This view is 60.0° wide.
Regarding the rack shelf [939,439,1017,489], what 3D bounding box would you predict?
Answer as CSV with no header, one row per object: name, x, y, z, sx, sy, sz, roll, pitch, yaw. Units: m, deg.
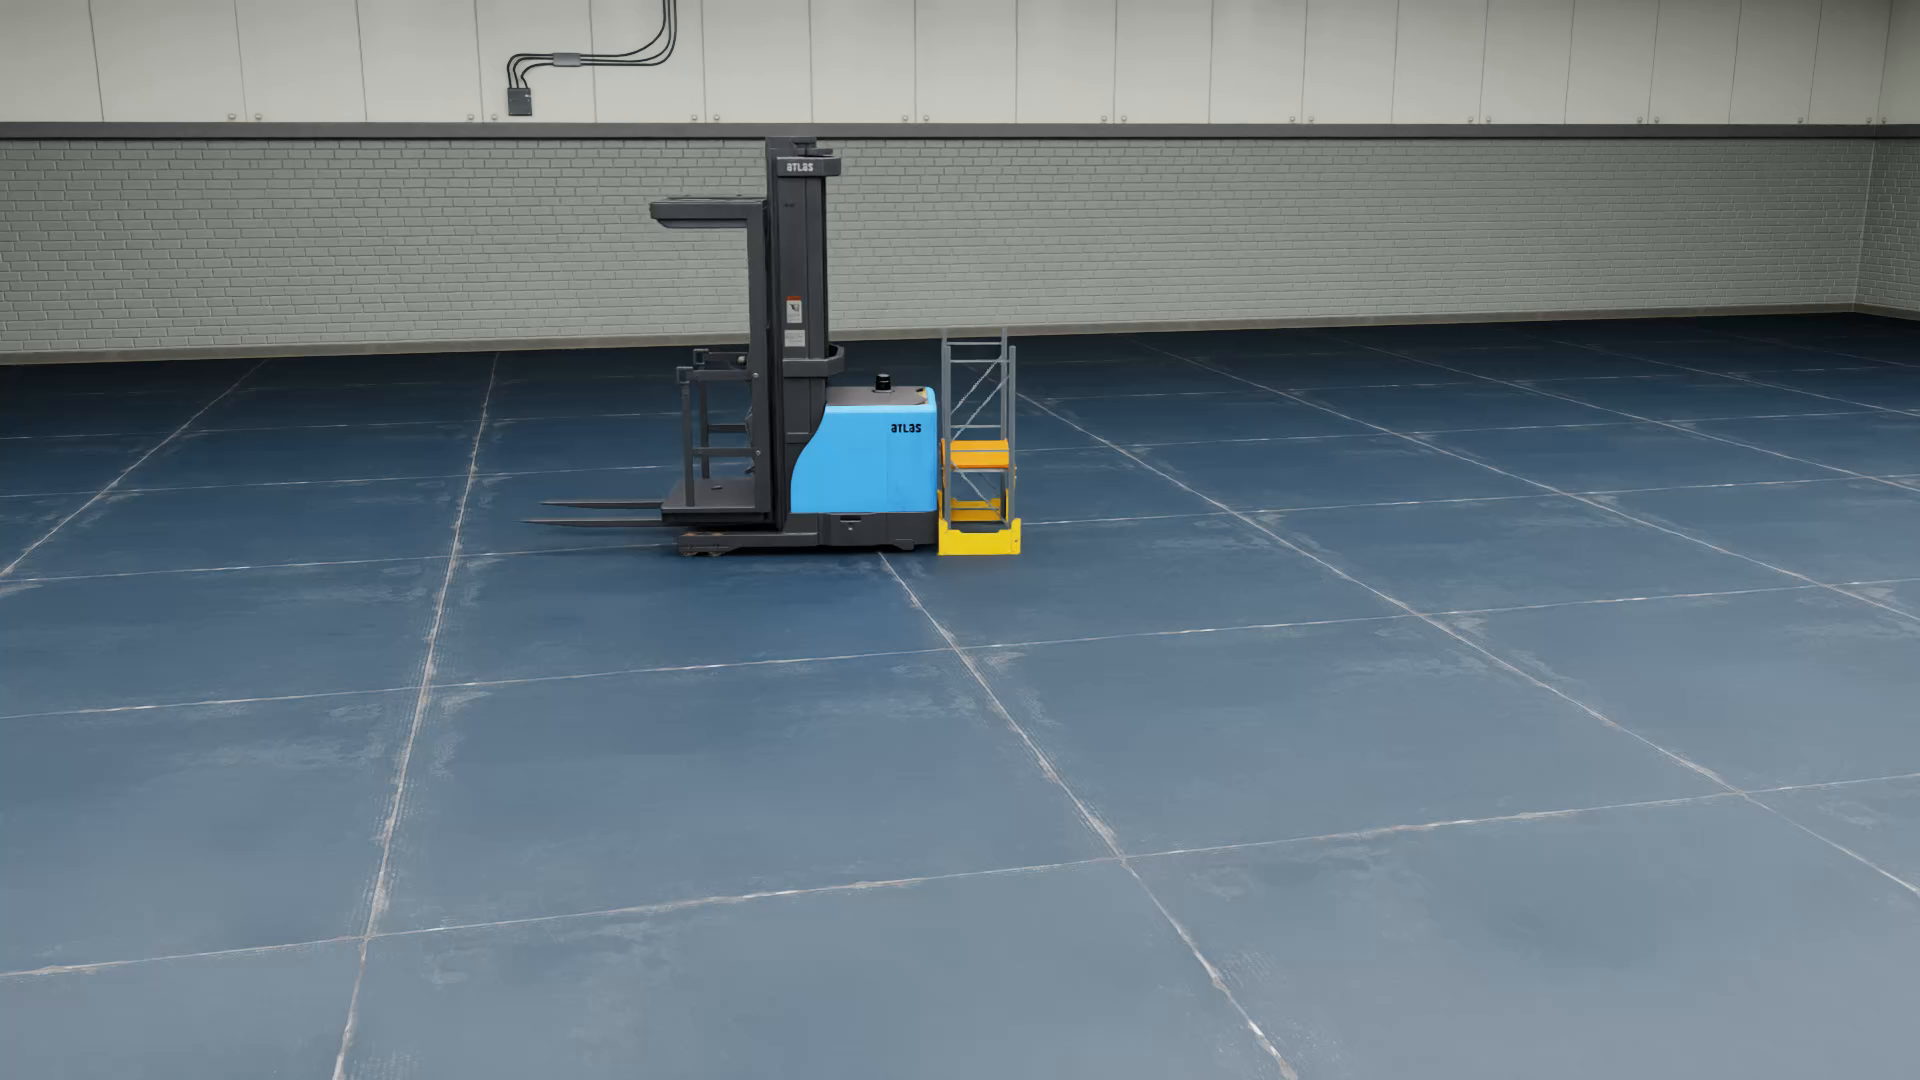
rack shelf,0.125,-0.577,12.384,0.538,0.185,1.000,0,14,-2

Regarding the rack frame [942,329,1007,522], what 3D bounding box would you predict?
rack frame,0.109,-0.872,12.835,0.500,1.500,0.032,0,14,-2

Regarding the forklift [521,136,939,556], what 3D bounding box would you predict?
forklift,-1.681,-1.435,12.124,3.031,2.935,1.130,0,14,-2

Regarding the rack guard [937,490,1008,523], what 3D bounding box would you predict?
rack guard,0.110,-0.260,12.964,0.587,0.250,0.087,0,14,-2

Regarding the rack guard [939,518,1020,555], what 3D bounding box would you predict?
rack guard,0.140,-0.024,11.997,0.587,0.250,0.087,0,14,-2

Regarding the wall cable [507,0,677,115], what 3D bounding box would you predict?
wall cable,-4.993,-8.744,22.090,2.305,6.003,0.169,-3,14,-13

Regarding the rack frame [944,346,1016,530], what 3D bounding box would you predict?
rack frame,0.140,-0.631,11.848,0.500,1.500,0.032,0,14,-2

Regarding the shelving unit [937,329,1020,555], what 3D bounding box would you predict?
shelving unit,0.125,-0.749,12.332,0.587,1.500,1.083,0,14,-2
